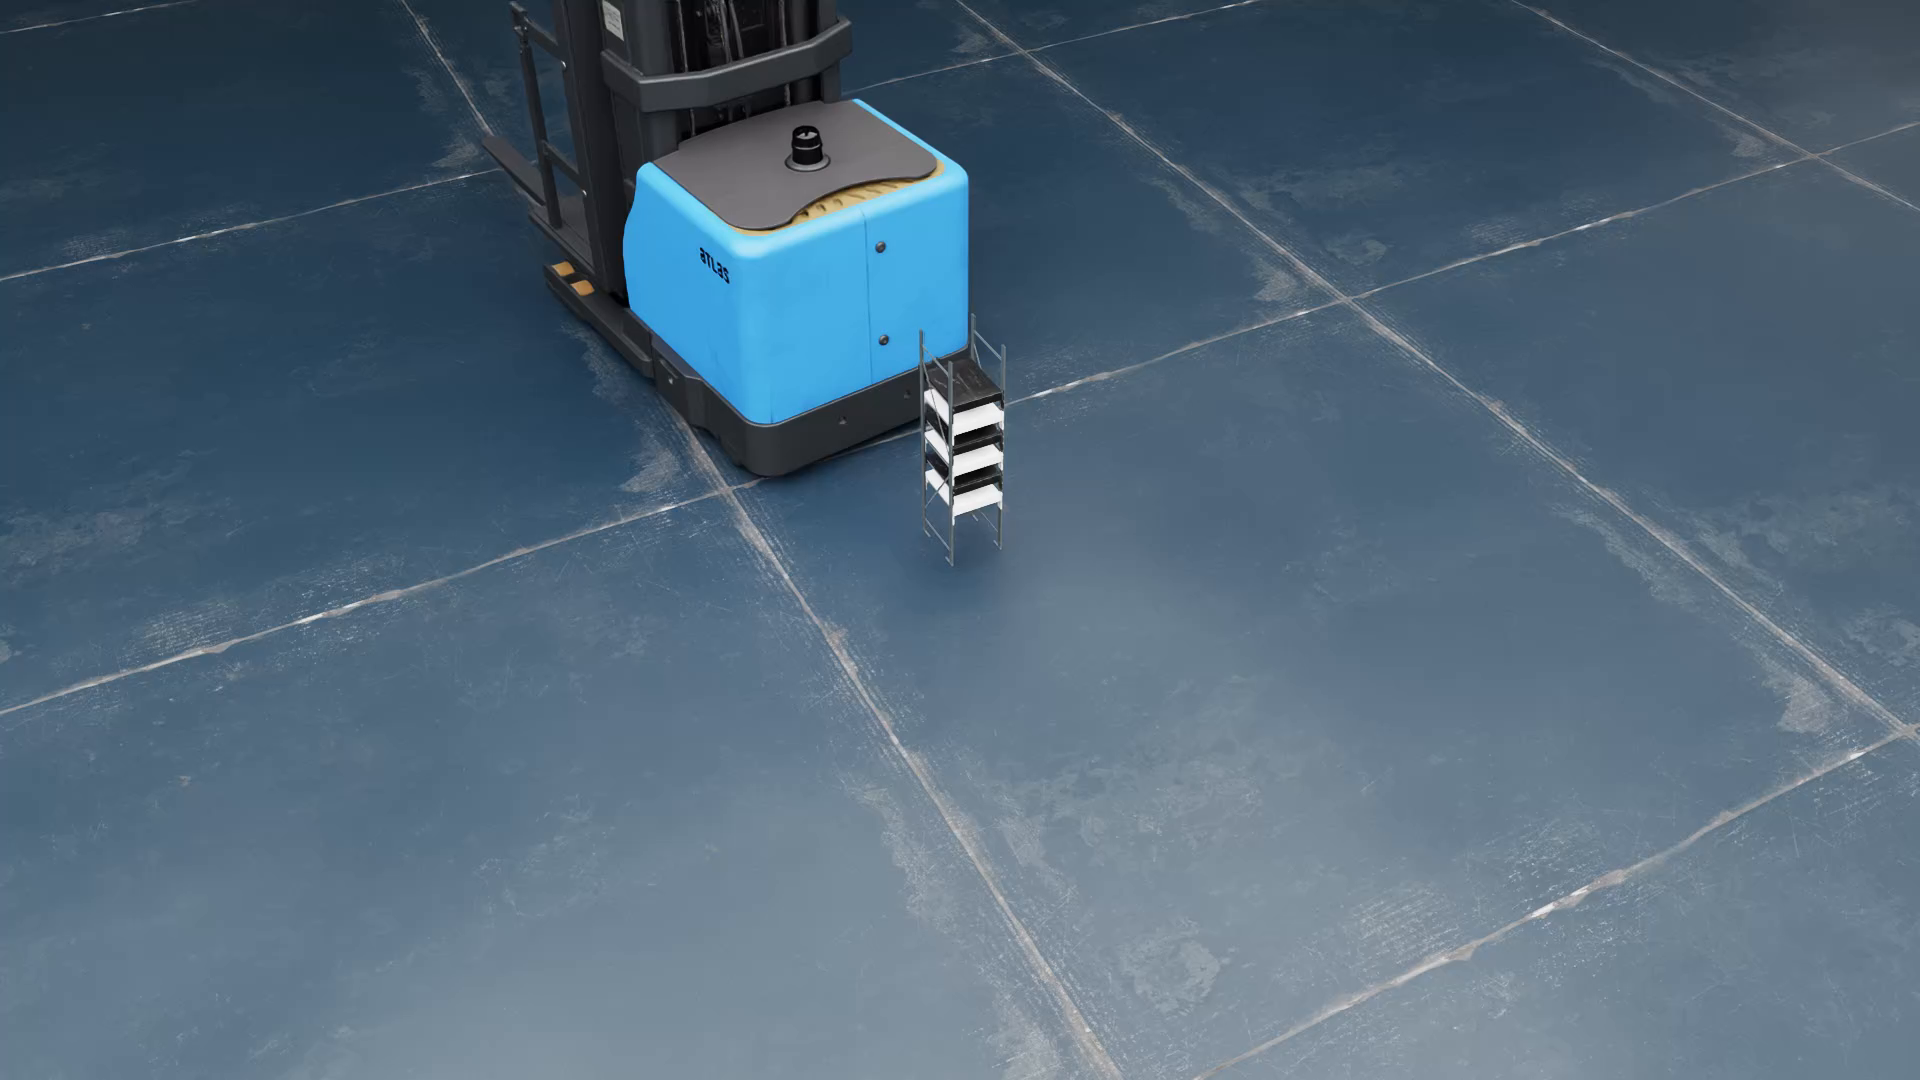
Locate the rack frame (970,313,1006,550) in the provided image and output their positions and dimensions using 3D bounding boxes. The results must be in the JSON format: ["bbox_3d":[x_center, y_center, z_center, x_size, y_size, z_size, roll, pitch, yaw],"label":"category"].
[{"bbox_3d":[0.097,-0.376,5.998,0.006,0.900,0.240,-19,44,-21],"label":"rack frame"}]

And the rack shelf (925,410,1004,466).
[{"bbox_3d":[0.007,-0.389,5.926,0.200,0.077,0.258,-19,44,-21],"label":"rack shelf"}]

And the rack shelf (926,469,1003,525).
[{"bbox_3d":[0.007,-0.183,6.100,0.200,0.077,0.258,-19,44,-21],"label":"rack shelf"}]

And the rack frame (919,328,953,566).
[{"bbox_3d":[-0.083,-0.316,5.926,0.006,0.900,0.240,-19,44,-21],"label":"rack frame"}]

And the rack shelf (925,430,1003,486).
[{"bbox_3d":[0.007,-0.320,5.984,0.200,0.077,0.258,-19,44,-21],"label":"rack shelf"}]

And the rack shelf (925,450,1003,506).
[{"bbox_3d":[0.007,-0.252,6.042,0.200,0.077,0.258,-19,44,-21],"label":"rack shelf"}]

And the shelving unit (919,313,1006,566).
[{"bbox_3d":[0.007,-0.346,5.962,0.210,0.900,0.258,-19,44,-21],"label":"shelving unit"}]

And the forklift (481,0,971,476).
[{"bbox_3d":[-1.221,-2.273,6.667,1.130,2.935,3.031,-25,46,-27],"label":"forklift"}]

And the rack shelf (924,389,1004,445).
[{"bbox_3d":[0.007,-0.458,5.867,0.200,0.077,0.258,-19,44,-21],"label":"rack shelf"}]

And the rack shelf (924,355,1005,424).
[{"bbox_3d":[0.007,-0.527,5.809,0.200,0.077,0.258,-19,44,-21],"label":"rack shelf"}]
